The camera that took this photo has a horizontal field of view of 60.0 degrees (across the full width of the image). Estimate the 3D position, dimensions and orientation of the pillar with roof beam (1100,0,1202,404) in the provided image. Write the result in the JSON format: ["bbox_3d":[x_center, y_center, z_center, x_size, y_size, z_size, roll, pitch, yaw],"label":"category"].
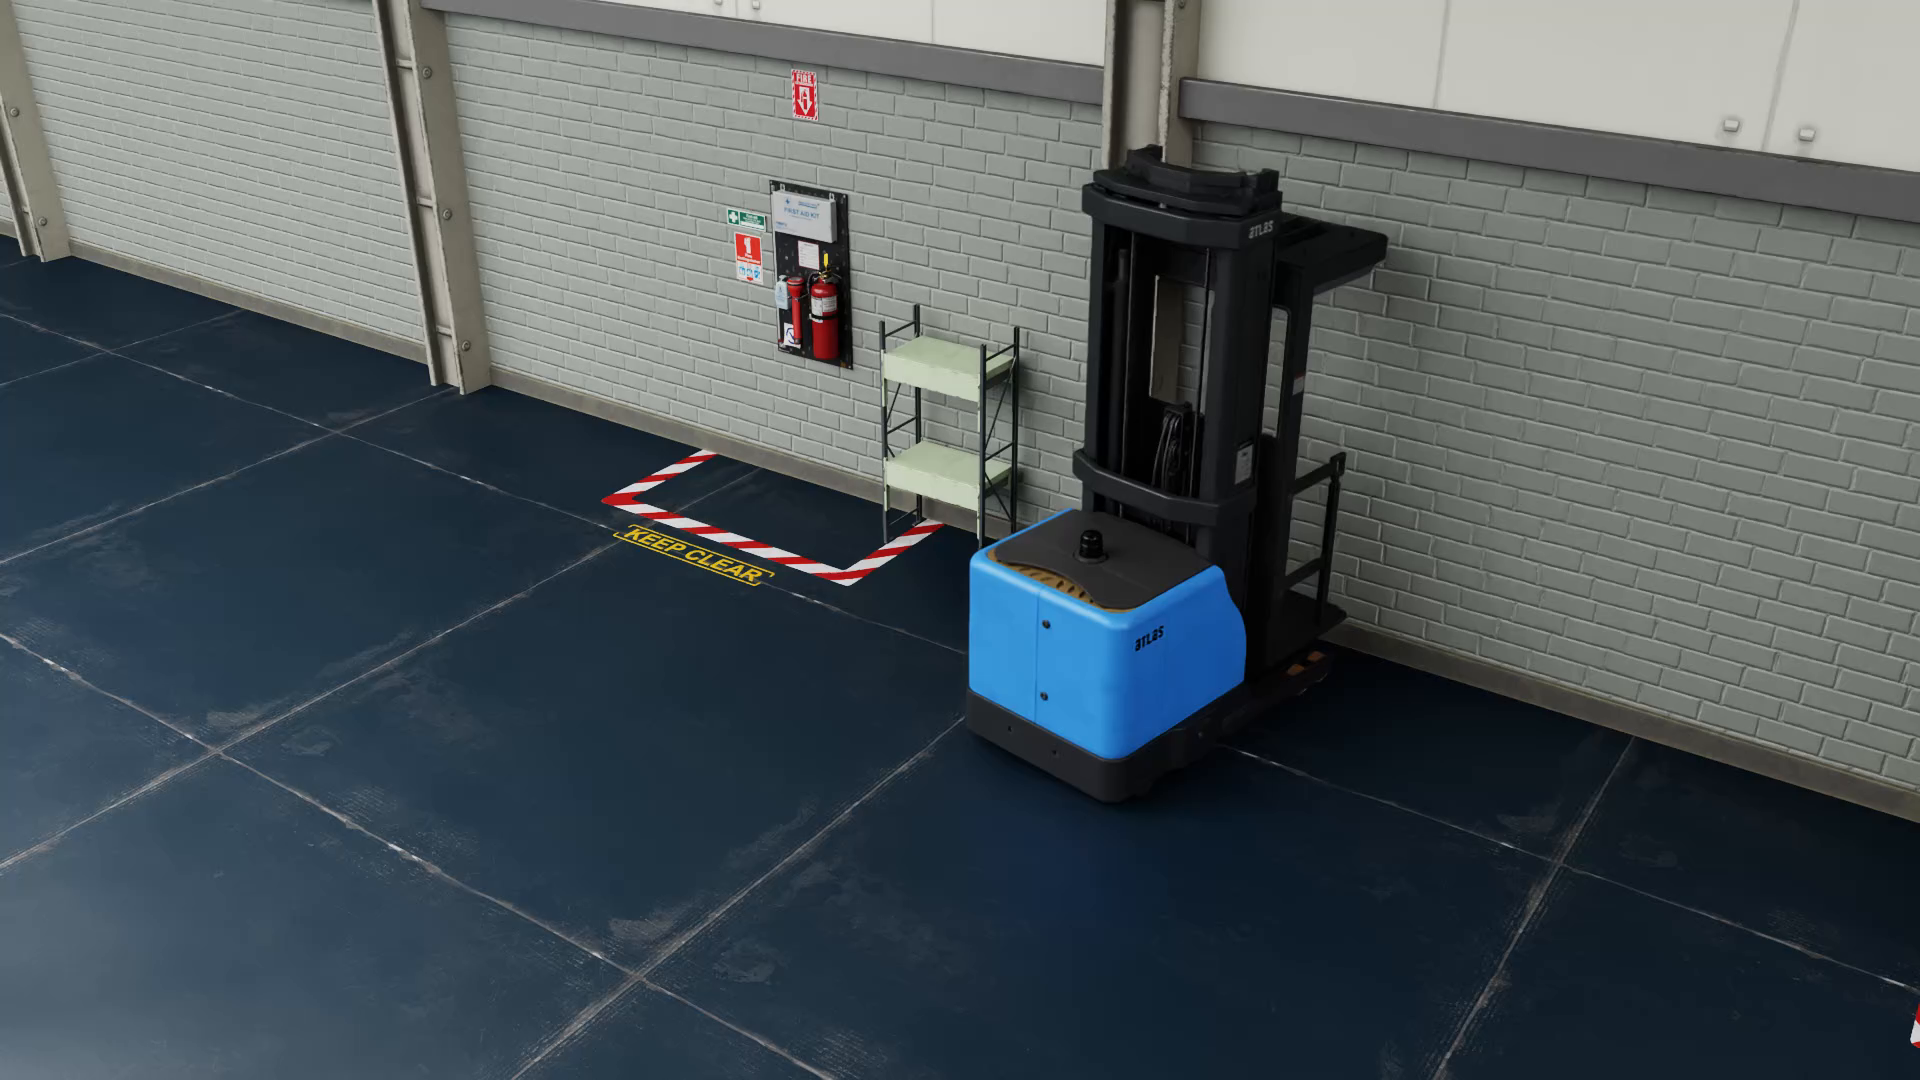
[{"bbox_3d":[-1.435,-2.100,4.955,0.400,9.000,9.100,17,32,30],"label":"pillar with roof beam"}]

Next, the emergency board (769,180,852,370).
[{"bbox_3d":[-1.013,-1.685,10.754,0.643,1.169,0.194,17,32,30],"label":"emergency board"}]

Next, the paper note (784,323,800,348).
[{"bbox_3d":[-1.120,-1.364,11.093,0.142,0.148,0.016,17,32,30],"label":"paper note"}]

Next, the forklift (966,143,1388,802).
[{"bbox_3d":[1.422,-0.605,8.707,1.130,2.935,3.031,24,35,38],"label":"forklift"}]

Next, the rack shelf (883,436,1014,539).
[{"bbox_3d":[-0.066,-0.337,10.478,0.720,0.370,0.431,17,32,30],"label":"rack shelf"}]

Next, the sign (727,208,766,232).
[{"bbox_3d":[-1.411,-2.113,10.971,0.331,0.109,0.001,17,32,30],"label":"sign"}]

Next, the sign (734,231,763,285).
[{"bbox_3d":[-1.410,-1.881,11.100,0.234,0.329,0.001,17,32,30],"label":"sign"}]

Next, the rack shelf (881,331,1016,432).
[{"bbox_3d":[-0.066,-0.976,10.153,0.720,0.370,0.431,17,32,30],"label":"rack shelf"}]

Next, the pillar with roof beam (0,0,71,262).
[{"bbox_3d":[-11.326,-5.182,11.010,0.400,9.000,9.100,17,32,30],"label":"pillar with roof beam"}]

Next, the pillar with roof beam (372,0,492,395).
[{"bbox_3d":[-6.380,-3.641,7.983,0.400,9.000,9.100,17,32,30],"label":"pillar with roof beam"}]

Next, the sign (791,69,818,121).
[{"bbox_3d":[-0.963,-2.757,10.305,0.199,0.298,0.001,17,32,30],"label":"sign"}]

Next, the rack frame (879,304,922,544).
[{"bbox_3d":[-0.369,-0.721,10.512,0.023,1.500,0.400,17,32,30],"label":"rack frame"}]

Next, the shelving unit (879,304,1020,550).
[{"bbox_3d":[-0.066,-0.628,10.330,0.755,1.500,0.431,17,32,30],"label":"shelving unit"}]

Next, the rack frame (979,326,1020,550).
[{"bbox_3d":[0.237,-0.535,10.147,0.023,1.500,0.400,17,32,30],"label":"rack frame"}]
